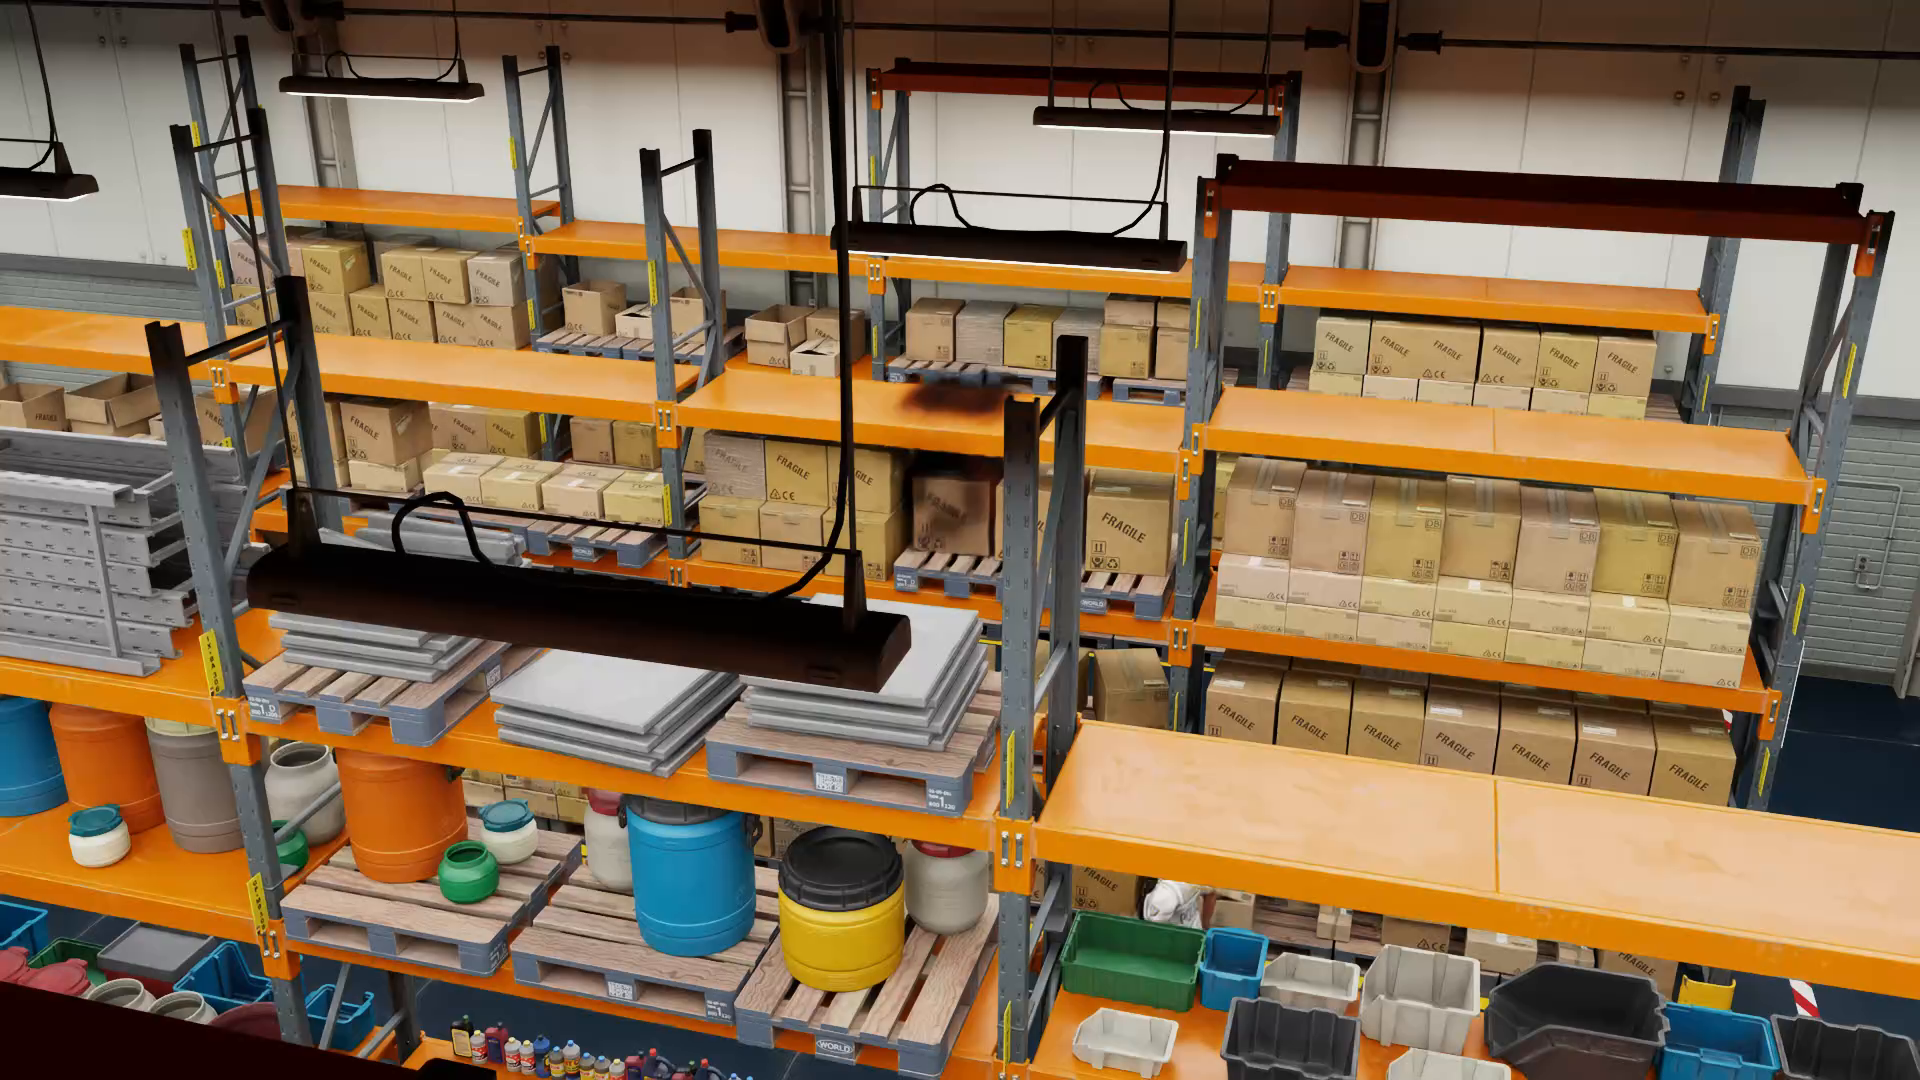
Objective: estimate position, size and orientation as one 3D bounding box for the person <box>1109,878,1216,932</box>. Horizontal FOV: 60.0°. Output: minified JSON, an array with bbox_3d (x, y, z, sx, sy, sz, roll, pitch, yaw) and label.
[{"bbox_3d":[1.435,2.772,11.538,0.986,1.775,0.577,6,23,14],"label":"person"}]
